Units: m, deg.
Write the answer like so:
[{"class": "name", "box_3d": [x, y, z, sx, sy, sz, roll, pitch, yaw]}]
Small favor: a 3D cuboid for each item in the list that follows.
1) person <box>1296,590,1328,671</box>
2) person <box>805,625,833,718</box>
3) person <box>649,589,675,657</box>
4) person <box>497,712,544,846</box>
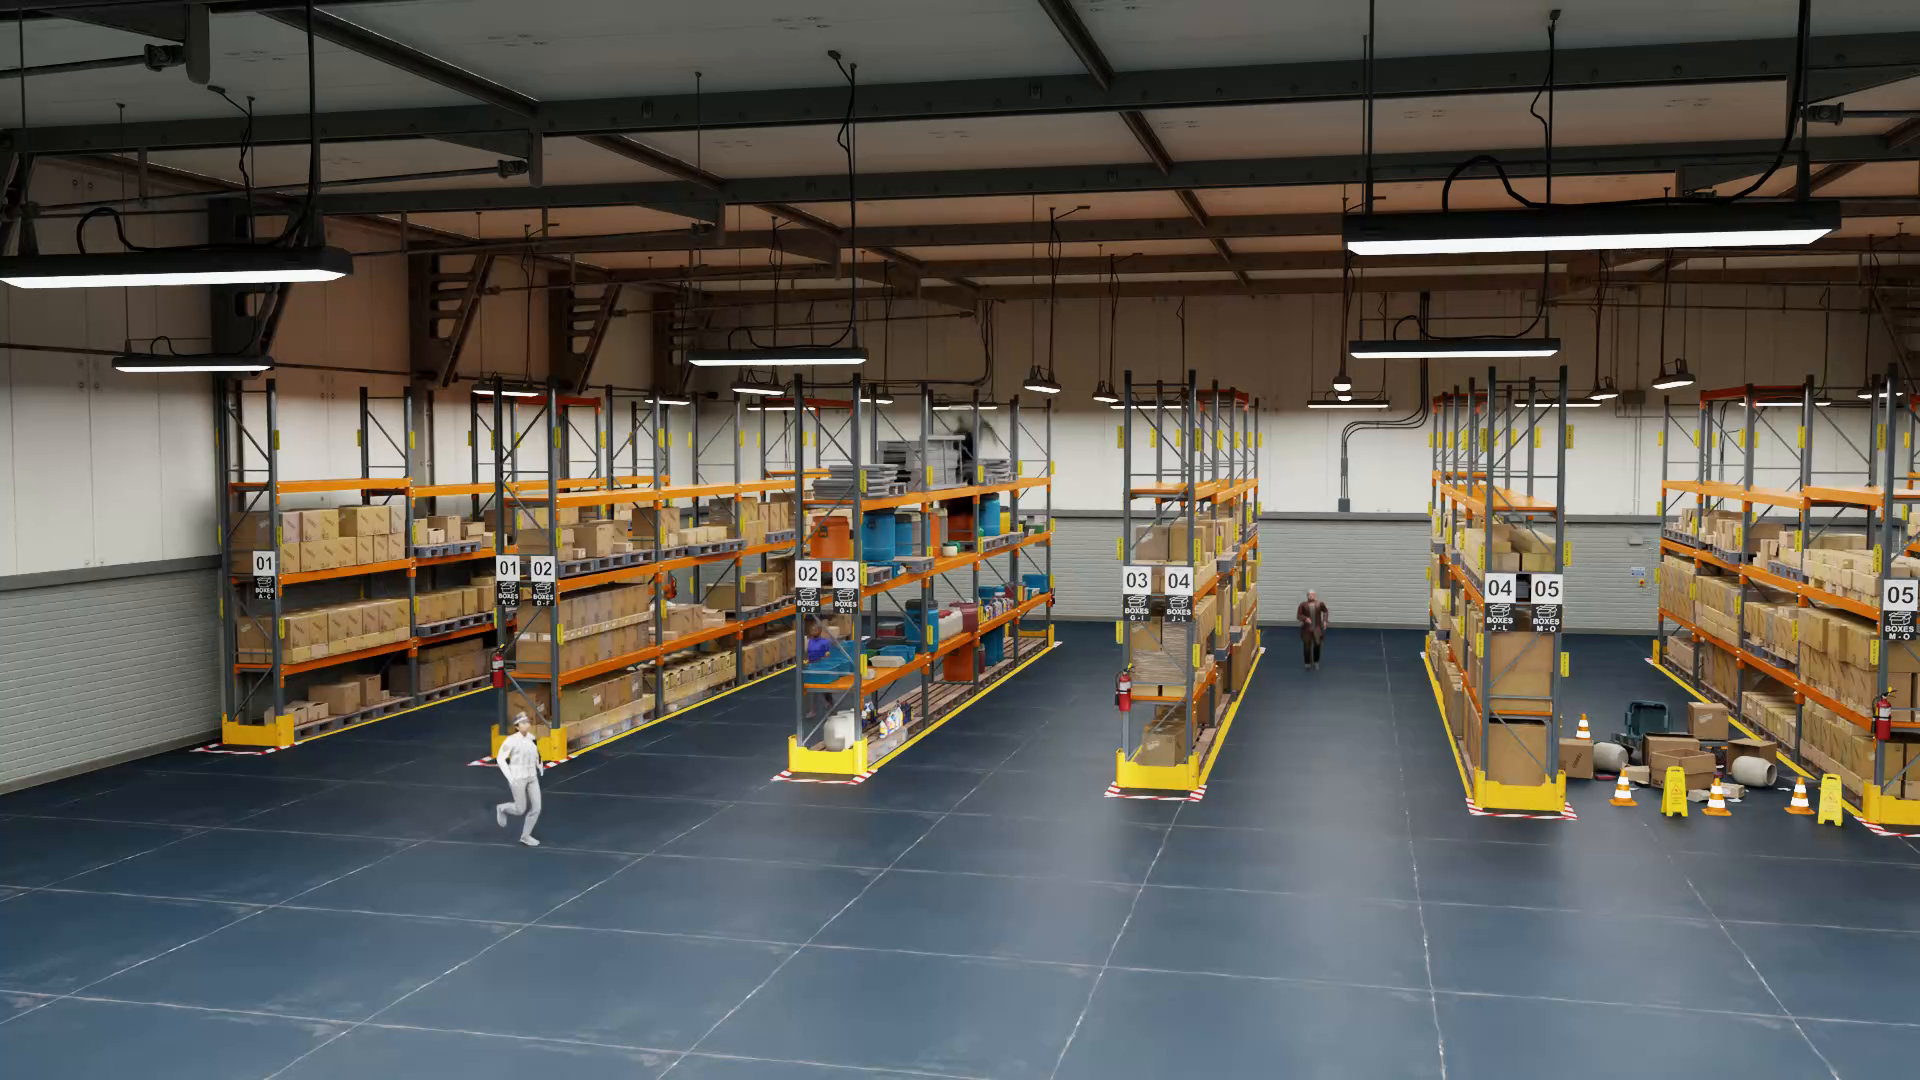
[{"class": "person", "box_3d": [7.629, 1.955, 36.021, 0.677, 1.752, 0.790, 1, 3, 11]}, {"class": "person", "box_3d": [-2.543, 2.349, 30.095, 0.536, 1.653, 0.859, 1, 4, 22]}, {"class": "person", "box_3d": [-6.435, 1.962, 35.859, 0.642, 1.839, 0.763, 1, 4, 12]}, {"class": "person", "box_3d": [-5.467, 2.948, 20.681, 0.611, 1.657, 0.639, 3, 4, 38]}]
